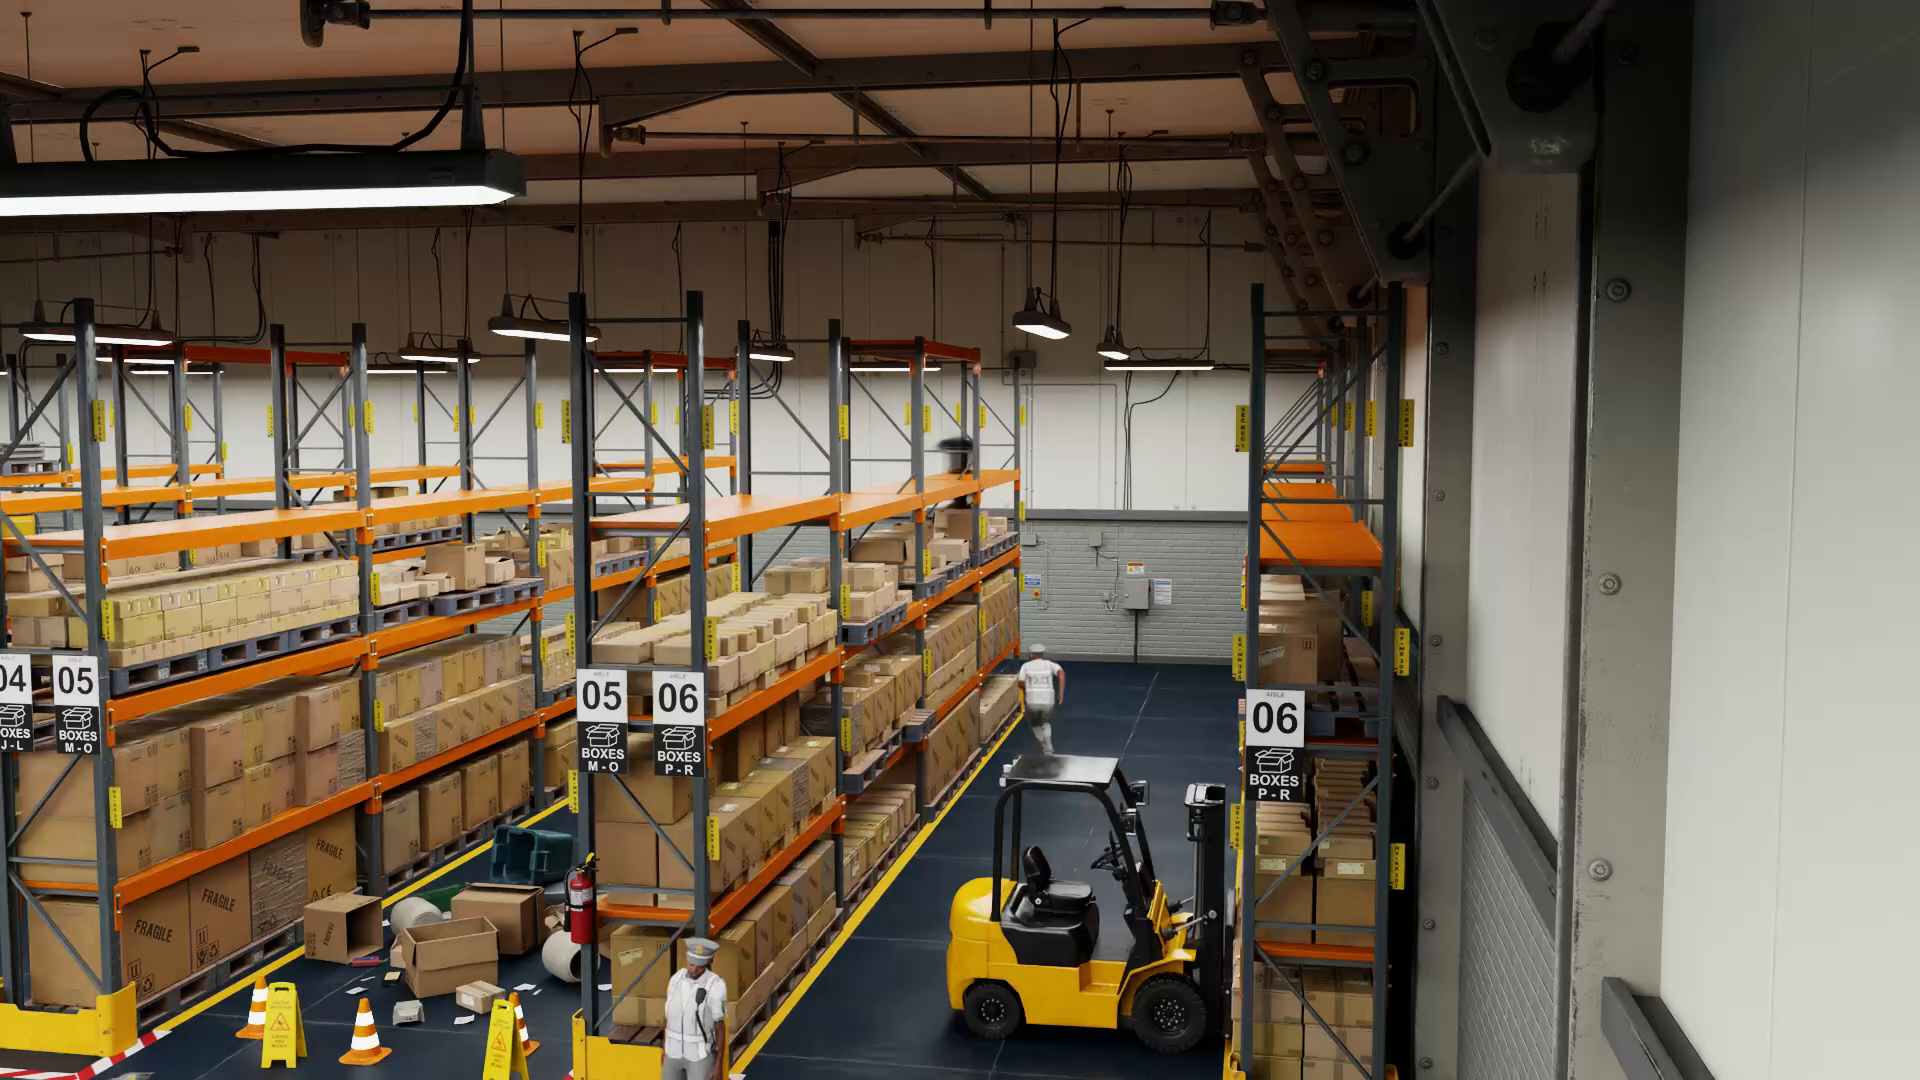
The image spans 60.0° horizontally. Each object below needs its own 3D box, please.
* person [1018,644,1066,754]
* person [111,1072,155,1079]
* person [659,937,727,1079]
[{"bbox_3d":[1.163,2.300,24.008,0.656,1.557,0.727,-1,5,-6],"label":"person"},{"bbox_3d":[-4.441,3.630,8.889,0.551,1.698,0.806,-4,6,-39],"label":"person"},{"bbox_3d":[-1.807,3.449,11.172,0.586,1.646,0.486,2,5,20],"label":"person"}]
